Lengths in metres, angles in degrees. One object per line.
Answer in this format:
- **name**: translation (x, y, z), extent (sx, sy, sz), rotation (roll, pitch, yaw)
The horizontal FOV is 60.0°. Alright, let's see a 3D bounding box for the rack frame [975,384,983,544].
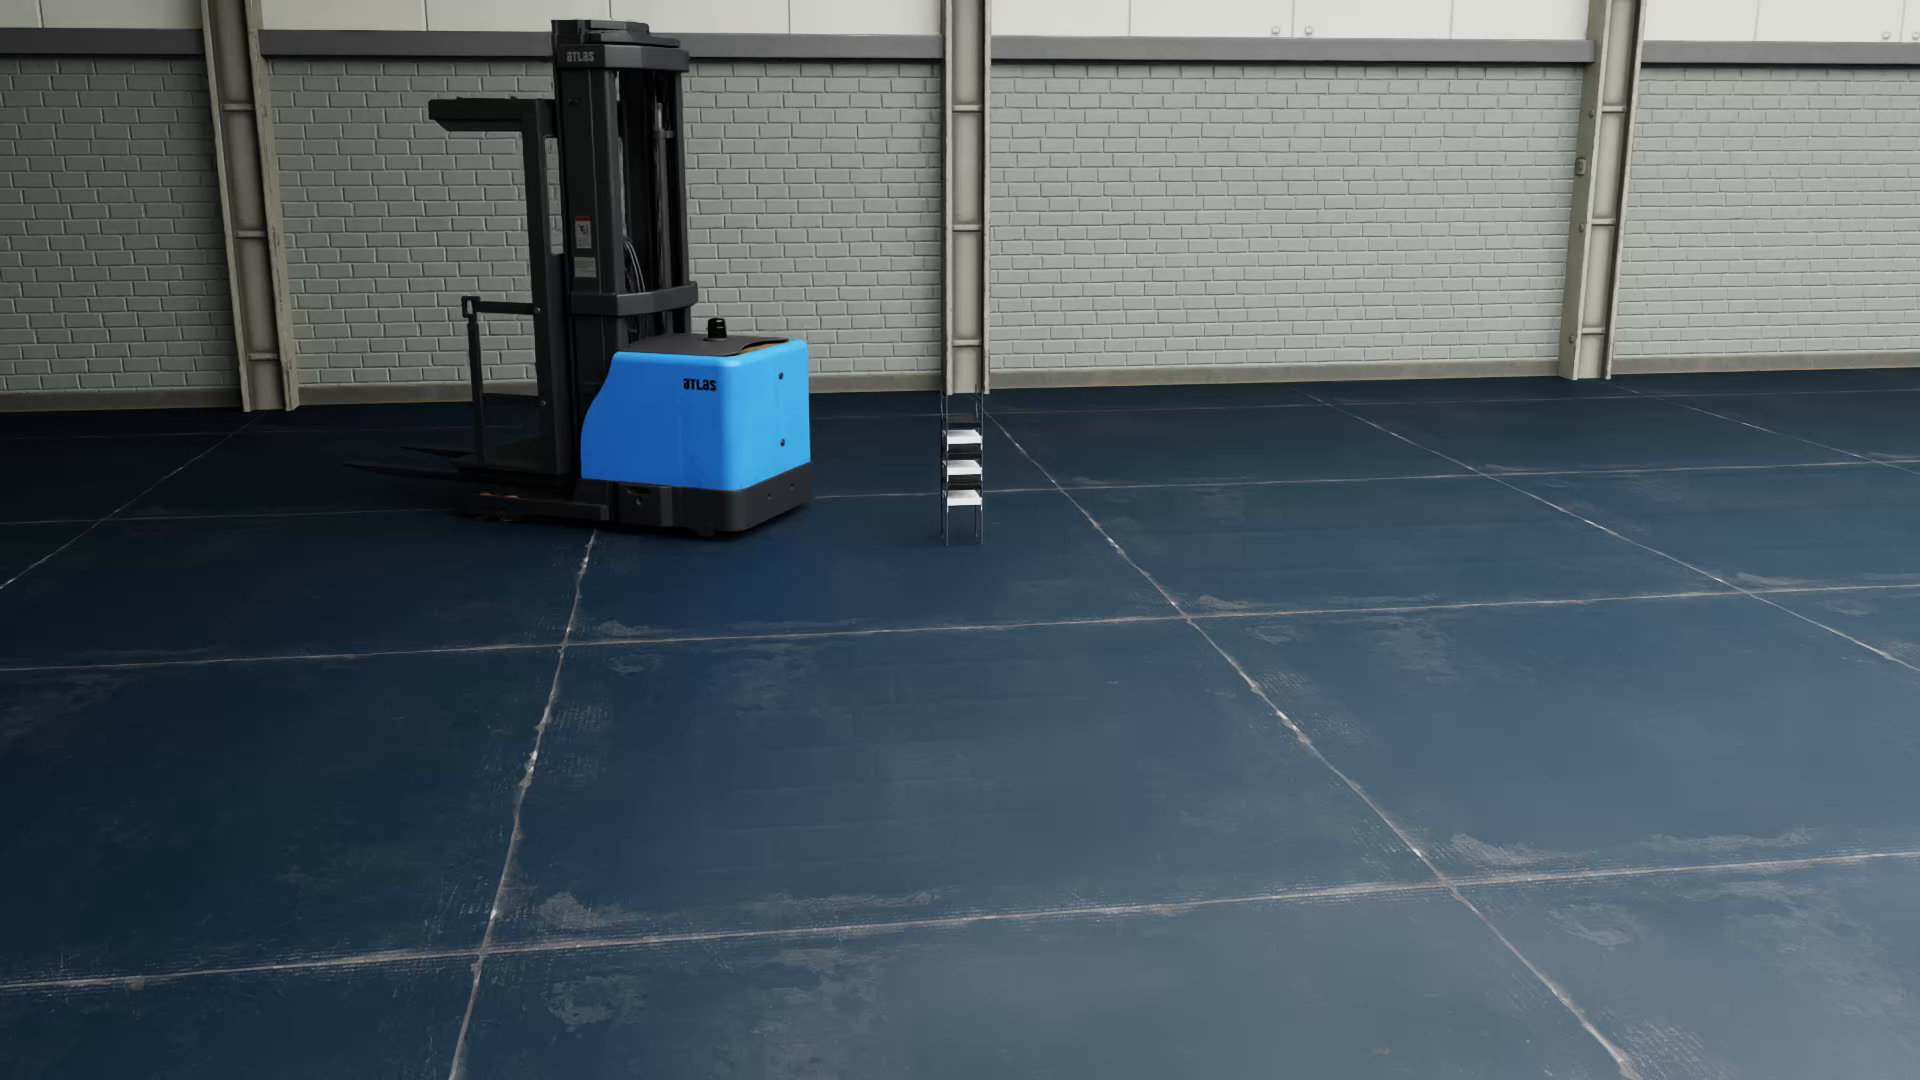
- **rack frame**: translation (0.109, -0.440, 9.628), extent (0.006, 0.900, 0.240), rotation (-2, 14, -8)

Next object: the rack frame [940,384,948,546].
- **rack frame**: translation (-0.093, -0.433, 9.599), extent (0.006, 0.900, 0.240), rotation (-2, 14, -8)

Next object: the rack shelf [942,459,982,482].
- **rack shelf**: translation (0.008, -0.404, 9.622), extent (0.200, 0.077, 0.258), rotation (-2, 14, -8)

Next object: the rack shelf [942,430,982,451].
- **rack shelf**: translation (0.008, -0.579, 9.578), extent (0.200, 0.077, 0.258), rotation (-2, 14, -8)

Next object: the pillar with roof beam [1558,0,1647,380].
- **pillar with roof beam**: translation (6.623, -4.892, 10.731), extent (0.400, 9.000, 9.100), rotation (-2, 14, -8)

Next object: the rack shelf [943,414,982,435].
- **rack shelf**: translation (0.008, -0.666, 9.556), extent (0.200, 0.077, 0.258), rotation (-2, 14, -8)

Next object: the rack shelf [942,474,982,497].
- **rack shelf**: translation (0.008, -0.317, 9.644), extent (0.200, 0.077, 0.258), rotation (-2, 14, -8)

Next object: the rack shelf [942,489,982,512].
- **rack shelf**: translation (0.008, -0.230, 9.665), extent (0.200, 0.077, 0.258), rotation (-2, 14, -8)

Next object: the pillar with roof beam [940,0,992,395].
- **pillar with roof beam**: translation (0.690, -4.675, 9.864), extent (0.400, 9.000, 9.100), rotation (-2, 14, -8)

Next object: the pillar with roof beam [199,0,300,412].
- **pillar with roof beam**: translation (-5.243, -4.458, 8.997), extent (0.400, 9.000, 9.100), rotation (-2, 14, -8)

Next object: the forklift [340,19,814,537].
- **forklift**: translation (-2.493, -1.644, 10.253), extent (3.031, 2.935, 1.130), rotation (5, 15, 21)

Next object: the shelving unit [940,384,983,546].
- **shelving unit**: translation (0.008, -0.437, 9.614), extent (0.210, 0.900, 0.258), rotation (-2, 14, -8)

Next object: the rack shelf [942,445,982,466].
- **rack shelf**: translation (0.008, -0.492, 9.600), extent (0.200, 0.077, 0.258), rotation (-2, 14, -8)
